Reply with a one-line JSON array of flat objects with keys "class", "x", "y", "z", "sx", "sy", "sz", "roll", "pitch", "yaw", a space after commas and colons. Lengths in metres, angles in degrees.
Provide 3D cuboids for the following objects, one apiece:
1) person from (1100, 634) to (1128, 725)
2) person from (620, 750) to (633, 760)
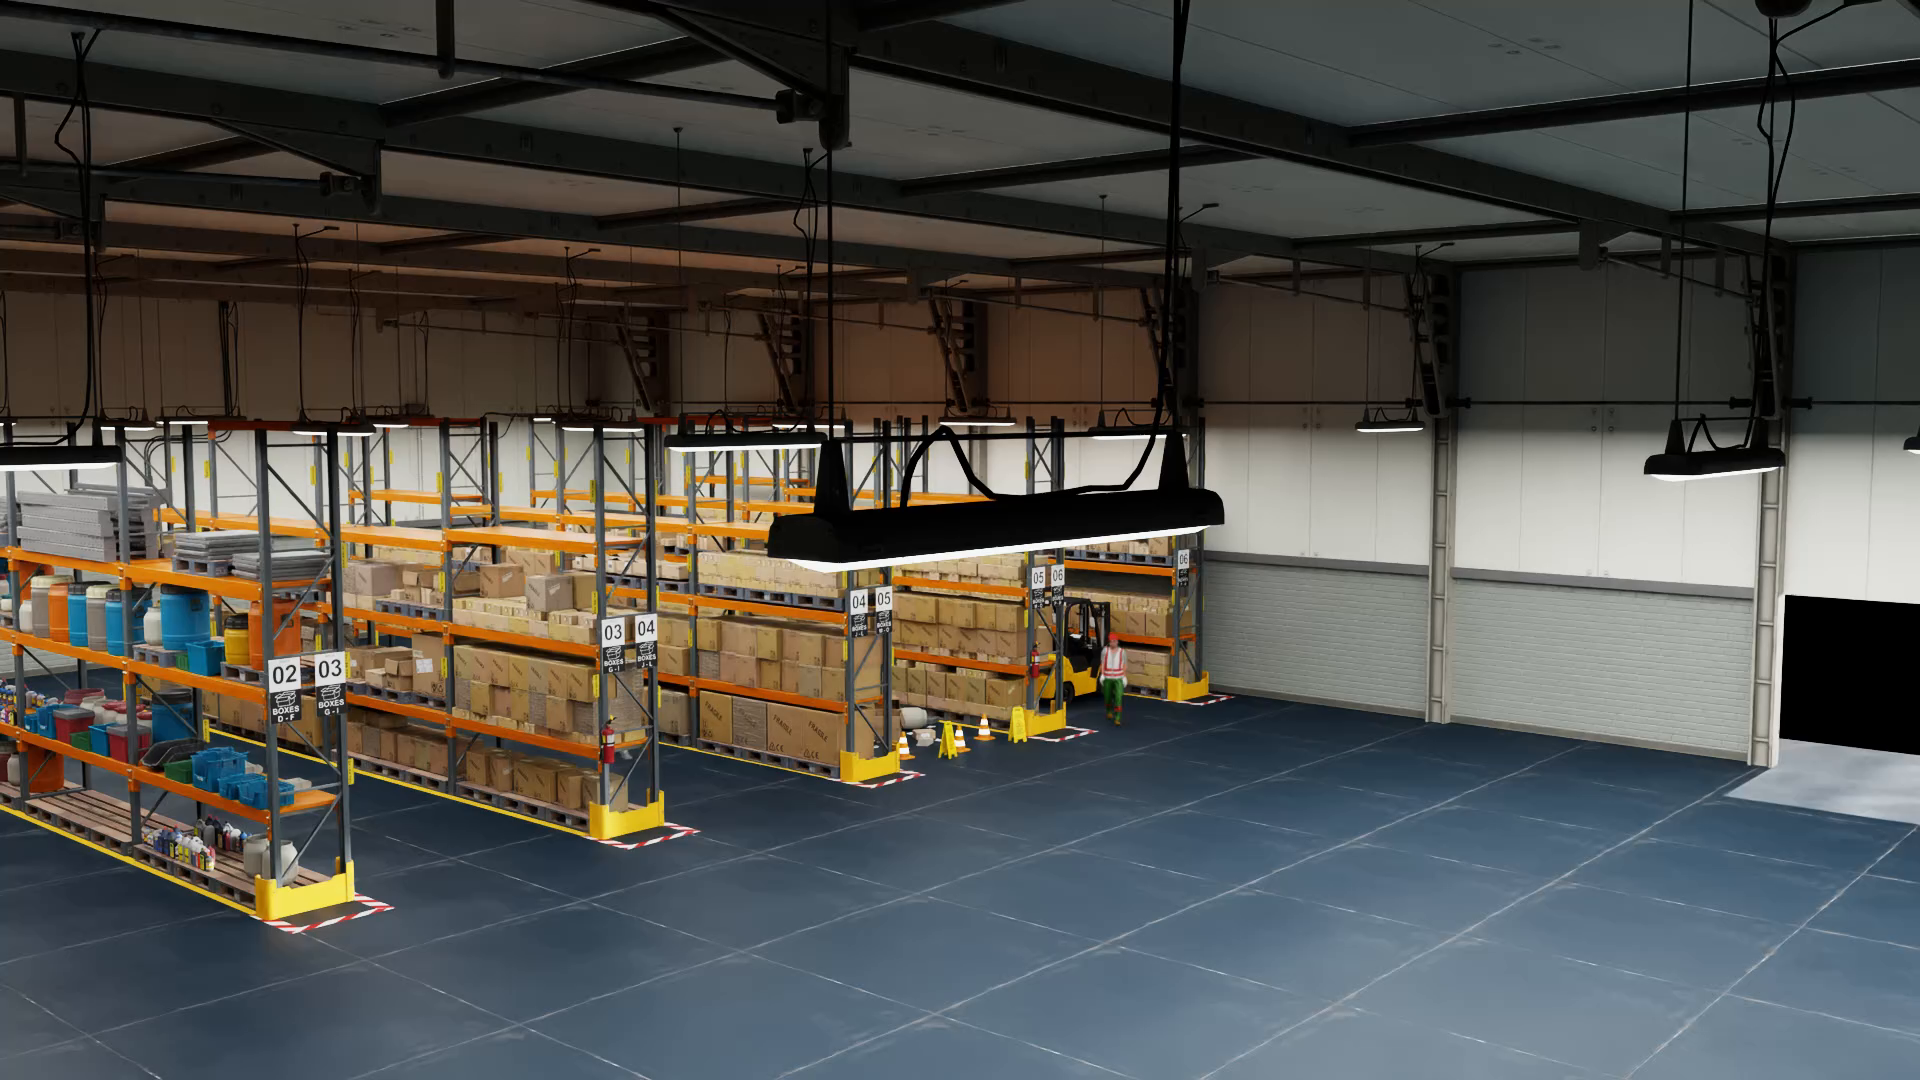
[{"class": "person", "x": 3.042, "y": 2.723, "z": 32.799, "sx": 0.520, "sy": 1.776, "sz": 0.854, "roll": 1, "pitch": 5, "yaw": 14}, {"class": "person", "x": -6.044, "y": 3.006, "z": 29.648, "sx": 0.656, "sy": 1.743, "sz": 0.659, "roll": 2, "pitch": 5, "yaw": 27}]
